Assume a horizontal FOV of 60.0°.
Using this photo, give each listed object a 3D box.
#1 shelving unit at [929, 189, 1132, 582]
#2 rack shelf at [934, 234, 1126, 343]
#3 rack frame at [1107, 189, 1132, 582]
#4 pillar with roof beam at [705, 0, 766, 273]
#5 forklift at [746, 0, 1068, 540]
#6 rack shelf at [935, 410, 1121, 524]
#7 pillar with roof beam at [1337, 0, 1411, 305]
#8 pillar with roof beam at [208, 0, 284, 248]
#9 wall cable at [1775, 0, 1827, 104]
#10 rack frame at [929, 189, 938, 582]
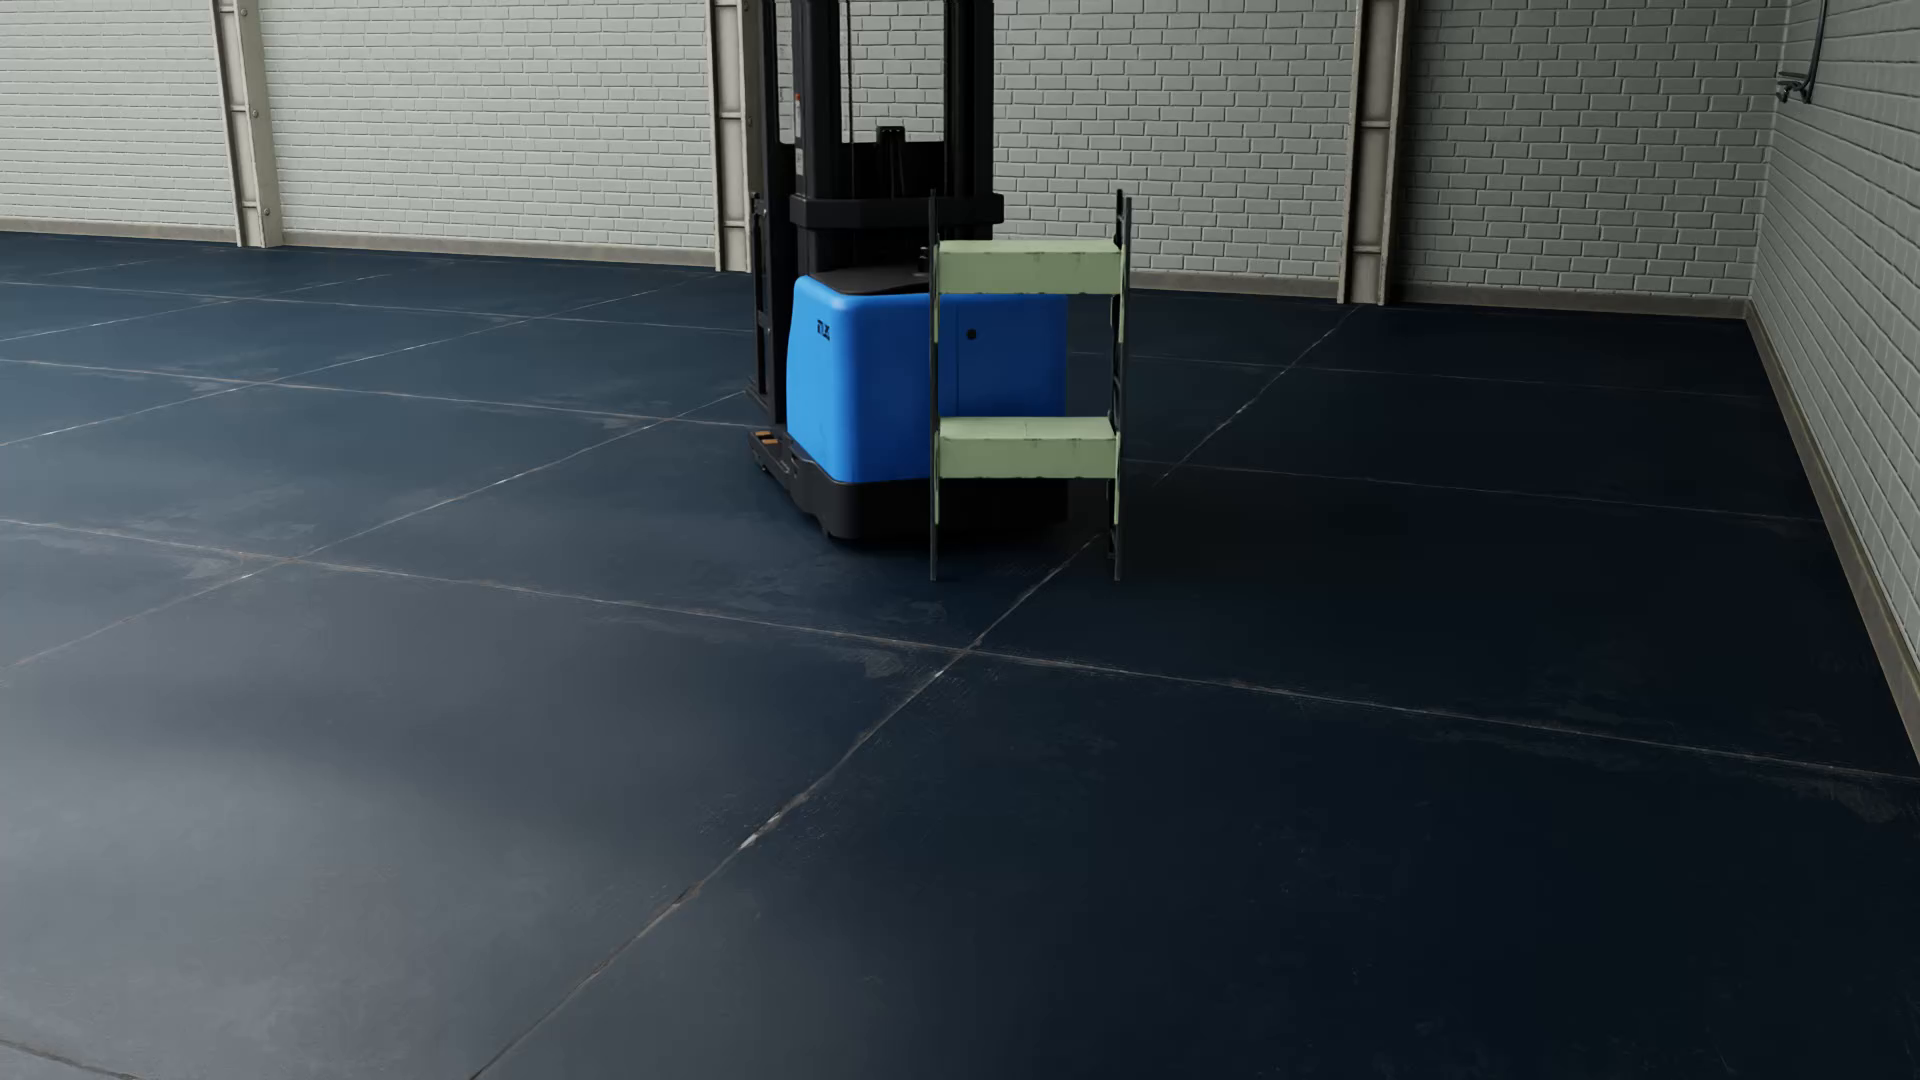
[{"bbox_3d":[0.263,-0.609,6.582,0.755,1.500,0.431,0,16,0],"label":"shelving unit"},{"bbox_3d":[0.263,-0.984,6.474,0.720,0.370,0.431,0,16,0],"label":"rack shelf"},{"bbox_3d":[0.629,-0.609,6.582,0.023,1.500,0.400,0,16,0],"label":"rack frame"},{"bbox_3d":[-3.724,-5.848,11.176,0.400,9.000,9.100,6,17,21],"label":"pillar with roof beam"},{"bbox_3d":[-0.456,-1.778,8.042,1.130,2.935,3.031,-5,17,-17],"label":"forklift"},{"bbox_3d":[0.263,-0.296,6.673,0.720,0.370,0.431,0,16,0],"label":"rack shelf"},{"bbox_3d":[1.857,-5.234,9.062,0.400,9.000,9.100,6,17,21],"label":"pillar with roof beam"},{"bbox_3d":[-9.306,-6.461,13.290,0.400,9.000,9.100,6,17,21],"label":"pillar with roof beam"},{"bbox_3d":[5.692,-4.215,11.121,0.112,2.526,3.097,6,17,21],"label":"wall cable"},{"bbox_3d":[-0.103,-0.610,6.583,0.023,1.500,0.400,0,16,0],"label":"rack frame"}]
